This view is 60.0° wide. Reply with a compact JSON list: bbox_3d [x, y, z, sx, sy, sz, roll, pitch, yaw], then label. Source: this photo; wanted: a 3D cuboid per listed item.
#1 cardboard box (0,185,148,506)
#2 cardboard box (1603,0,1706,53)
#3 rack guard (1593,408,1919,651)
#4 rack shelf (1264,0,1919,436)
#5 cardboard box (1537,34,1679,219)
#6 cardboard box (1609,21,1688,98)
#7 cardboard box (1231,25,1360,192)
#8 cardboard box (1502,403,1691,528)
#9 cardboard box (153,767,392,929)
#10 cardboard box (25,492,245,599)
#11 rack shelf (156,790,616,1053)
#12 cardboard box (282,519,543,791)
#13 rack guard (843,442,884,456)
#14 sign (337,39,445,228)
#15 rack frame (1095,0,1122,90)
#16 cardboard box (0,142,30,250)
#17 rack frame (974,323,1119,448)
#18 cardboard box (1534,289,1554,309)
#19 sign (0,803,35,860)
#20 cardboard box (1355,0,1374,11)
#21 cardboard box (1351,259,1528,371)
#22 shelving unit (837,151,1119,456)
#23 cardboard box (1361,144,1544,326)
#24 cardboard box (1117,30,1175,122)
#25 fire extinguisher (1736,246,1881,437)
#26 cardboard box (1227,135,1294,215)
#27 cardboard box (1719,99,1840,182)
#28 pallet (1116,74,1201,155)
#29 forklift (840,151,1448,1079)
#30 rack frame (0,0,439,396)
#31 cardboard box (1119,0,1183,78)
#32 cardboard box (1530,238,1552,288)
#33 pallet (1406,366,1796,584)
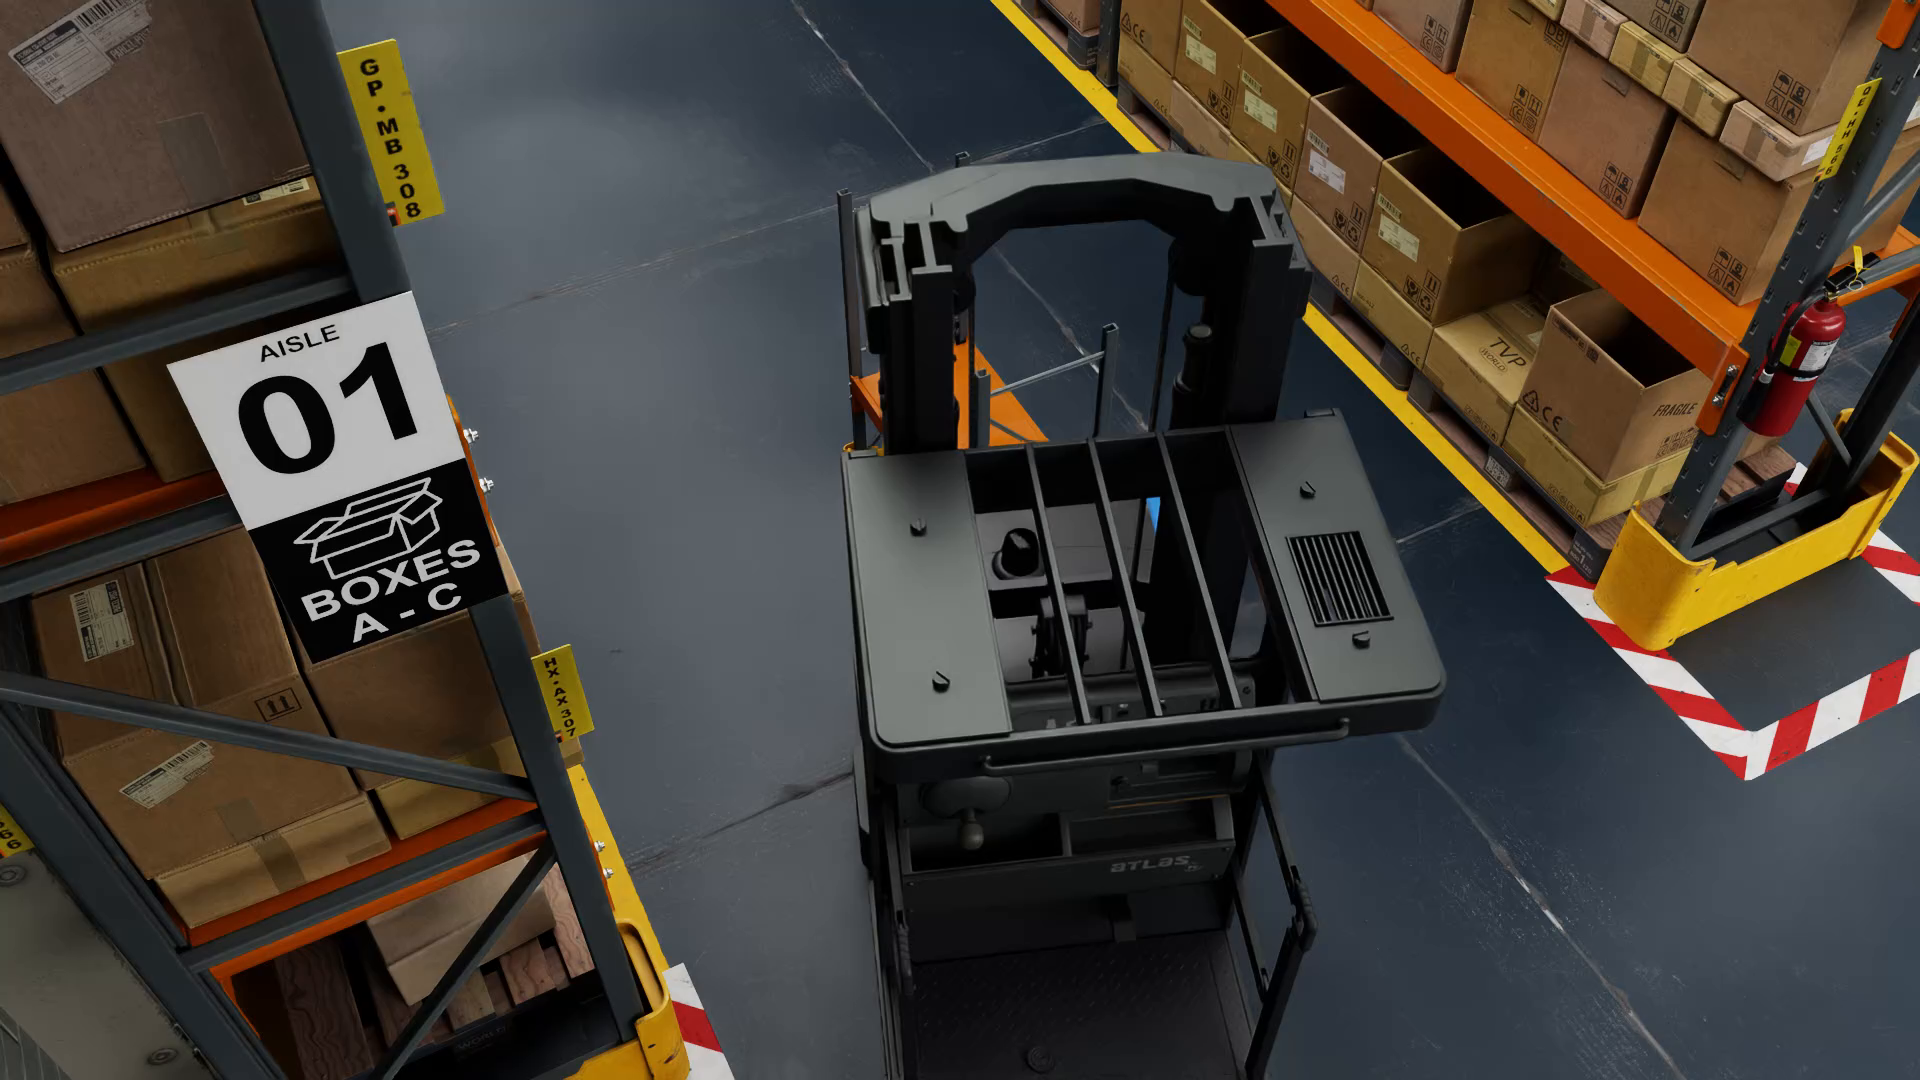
[{"bbox_3d":[-1.801,-0.394,2.922,0.500,0.500,0.500,-18,51,-15],"label":"cardboard box"},{"bbox_3d":[2.546,-2.046,5.511,0.700,0.500,0.500,-22,53,-18],"label":"cardboard box"},{"bbox_3d":[3.029,-0.044,6.349,1.175,0.500,0.348,-21,52,-18],"label":"rack guard"},{"bbox_3d":[2.103,-1.985,6.864,1.077,0.370,4.000,-21,52,-18],"label":"rack shelf"},{"bbox_3d":[2.571,-1.583,5.968,0.700,0.500,0.500,-20,52,-17],"label":"cardboard box"},{"bbox_3d":[2.436,-1.666,5.609,0.380,0.149,0.250,-22,52,-18],"label":"cardboard box"},{"bbox_3d":[1.579,-1.953,7.408,0.500,0.500,0.500,-21,52,-18],"label":"cardboard box"},{"bbox_3d":[2.510,-0.374,6.524,0.500,0.250,0.500,-21,52,-18],"label":"cardboard box"},{"bbox_3d":[-1.771,0.622,4.192,0.500,0.250,0.500,-20,52,-17],"label":"cardboard box"},{"bbox_3d":[-2.011,0.039,4.204,0.500,0.500,0.500,-21,52,-17],"label":"cardboard box"},{"bbox_3d":[-2.300,-0.276,5.369,1.077,0.370,4.000,-21,52,-18],"label":"rack shelf"},{"bbox_3d":[-1.336,0.198,4.065,0.500,0.500,0.500,-21,52,-17],"label":"cardboard box"},{"bbox_3d":[-0.193,-0.365,6.795,0.587,0.250,0.087,-21,52,-18],"label":"rack guard"},{"bbox_3d":[-0.902,-0.637,2.633,0.100,0.325,0.005,-21,52,-18],"label":"sign"},{"bbox_3d":[1.188,-3.561,7.764,1.000,3.000,0.127,-21,52,-18],"label":"rack frame"},{"bbox_3d":[-1.815,-0.729,2.551,0.500,0.500,0.500,-19,52,-16],"label":"cardboard box"},{"bbox_3d":[0.272,-0.096,5.731,0.500,1.500,0.032,-21,52,-18],"label":"rack frame"},{"bbox_3d":[2.738,-0.885,6.972,0.500,0.250,0.500,-21,52,-18],"label":"cardboard box"},{"bbox_3d":[-1.888,0.518,3.218,0.100,0.325,0.005,-21,52,-18],"label":"sign"},{"bbox_3d":[1.870,-2.611,6.867,0.700,0.500,0.500,-20,52,-17],"label":"cardboard box"},{"bbox_3d":[2.040,-1.038,7.106,0.500,0.250,0.500,-21,52,-18],"label":"cardboard box"},{"bbox_3d":[0.035,-0.443,6.033,0.587,1.500,1.083,-21,52,-18],"label":"shelving unit"},{"bbox_3d":[2.037,-1.284,6.822,0.500,0.500,0.500,-21,52,-18],"label":"cardboard box"},{"bbox_3d":[1.130,-2.379,8.278,0.500,0.250,0.500,-21,52,-18],"label":"cardboard box"},{"bbox_3d":[2.659,-0.619,5.242,0.296,0.674,0.183,-21,52,-18],"label":"fire extinguisher"},{"bbox_3d":[1.579,-1.706,7.690,0.500,0.250,0.500,-21,52,-18],"label":"cardboard box"},{"bbox_3d":[2.674,-1.320,5.307,0.380,0.149,0.250,-22,52,-18],"label":"cardboard box"},{"bbox_3d":[1.514,-2.096,8.335,1.003,0.211,1.213,-21,52,-18],"label":"pallet"},{"bbox_3d":[0.322,0.669,4.111,1.130,2.935,3.031,-5,49,-5],"label":"forklift"},{"bbox_3d":[-1.385,-1.150,1.670,1.000,3.000,0.127,-21,52,-18],"label":"rack frame"},{"bbox_3d":[1.121,-2.622,7.993,0.500,0.500,0.500,-21,52,-18],"label":"cardboard box"},{"bbox_3d":[2.500,-1.463,6.979,0.500,0.500,0.500,-21,52,-18],"label":"cardboard box"},{"bbox_3d":[2.631,-0.463,6.907,1.003,0.211,1.213,-21,52,-18],"label":"pallet"}]
